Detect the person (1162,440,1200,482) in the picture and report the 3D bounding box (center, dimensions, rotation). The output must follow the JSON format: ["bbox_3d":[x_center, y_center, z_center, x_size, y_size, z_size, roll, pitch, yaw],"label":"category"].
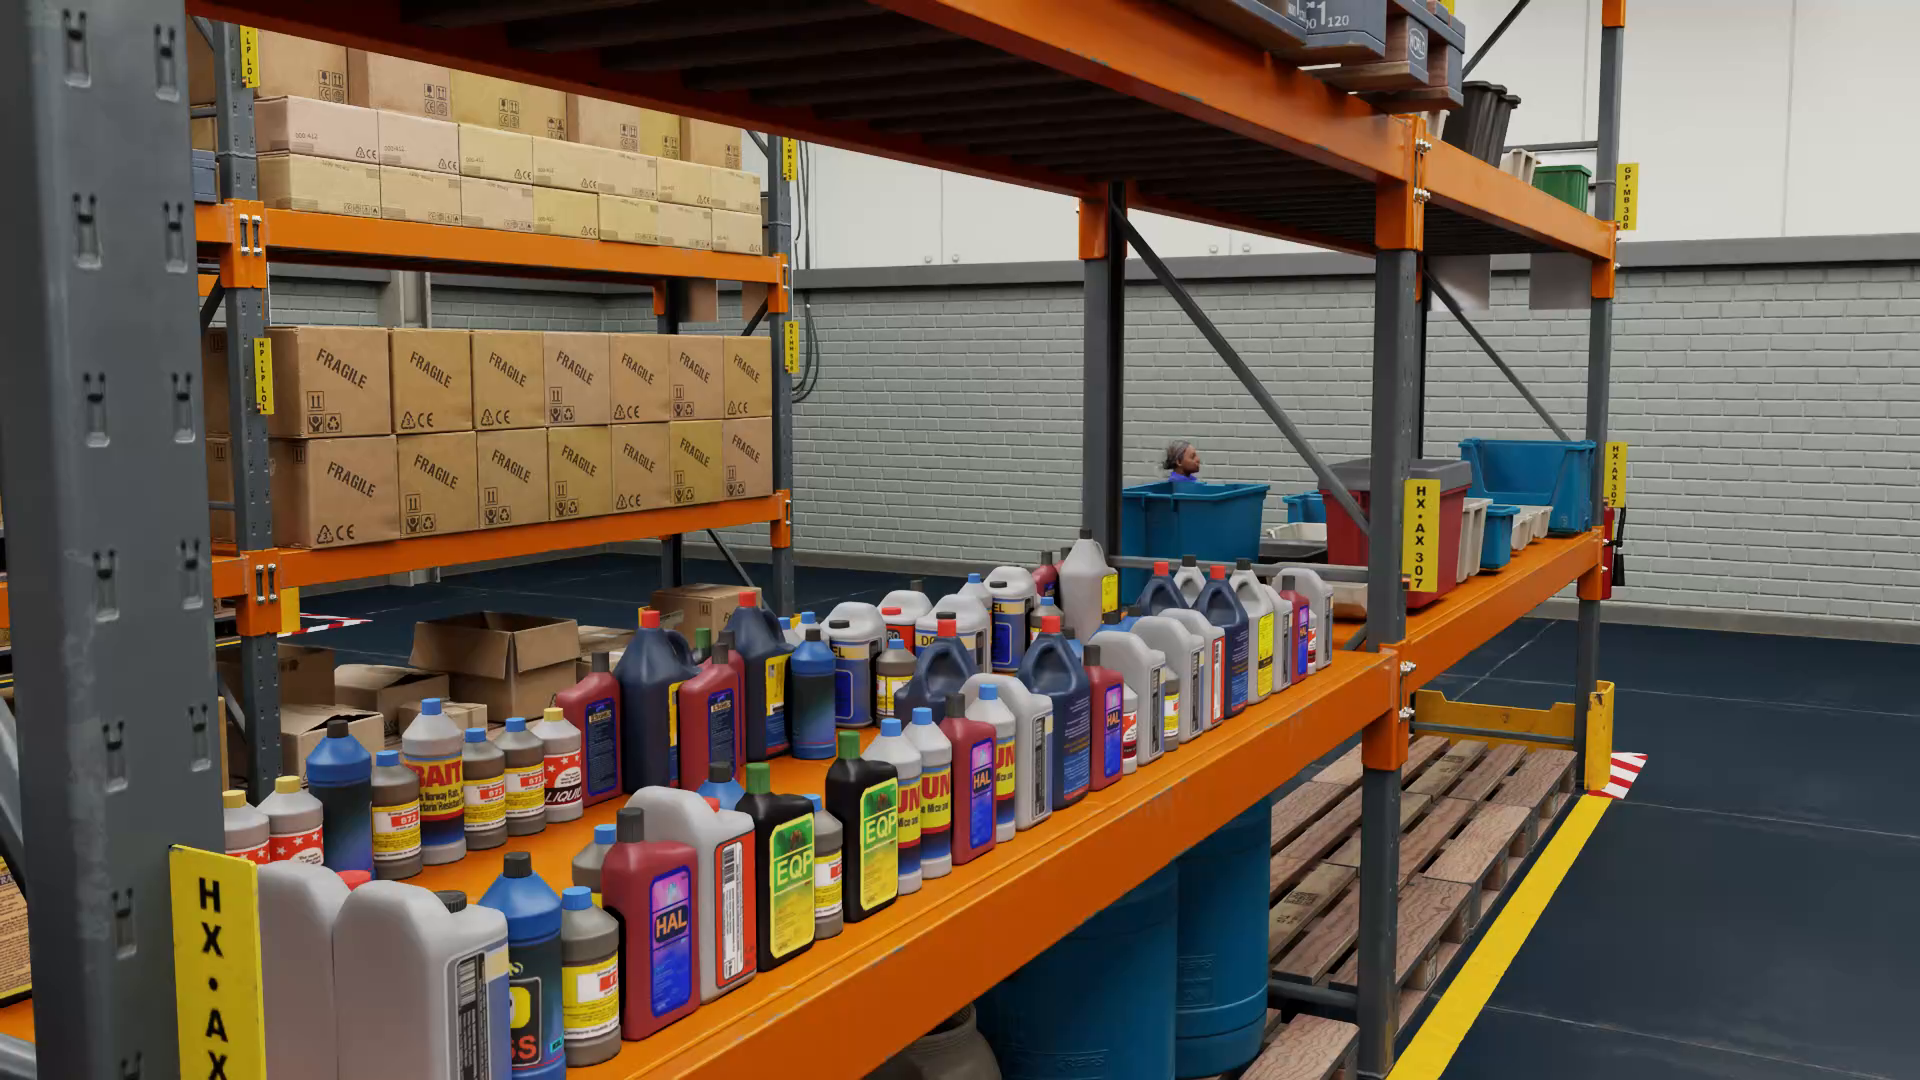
[{"bbox_3d":[1.470,0.141,11.007,1.005,1.599,0.429,4,8,36],"label":"person"}]
